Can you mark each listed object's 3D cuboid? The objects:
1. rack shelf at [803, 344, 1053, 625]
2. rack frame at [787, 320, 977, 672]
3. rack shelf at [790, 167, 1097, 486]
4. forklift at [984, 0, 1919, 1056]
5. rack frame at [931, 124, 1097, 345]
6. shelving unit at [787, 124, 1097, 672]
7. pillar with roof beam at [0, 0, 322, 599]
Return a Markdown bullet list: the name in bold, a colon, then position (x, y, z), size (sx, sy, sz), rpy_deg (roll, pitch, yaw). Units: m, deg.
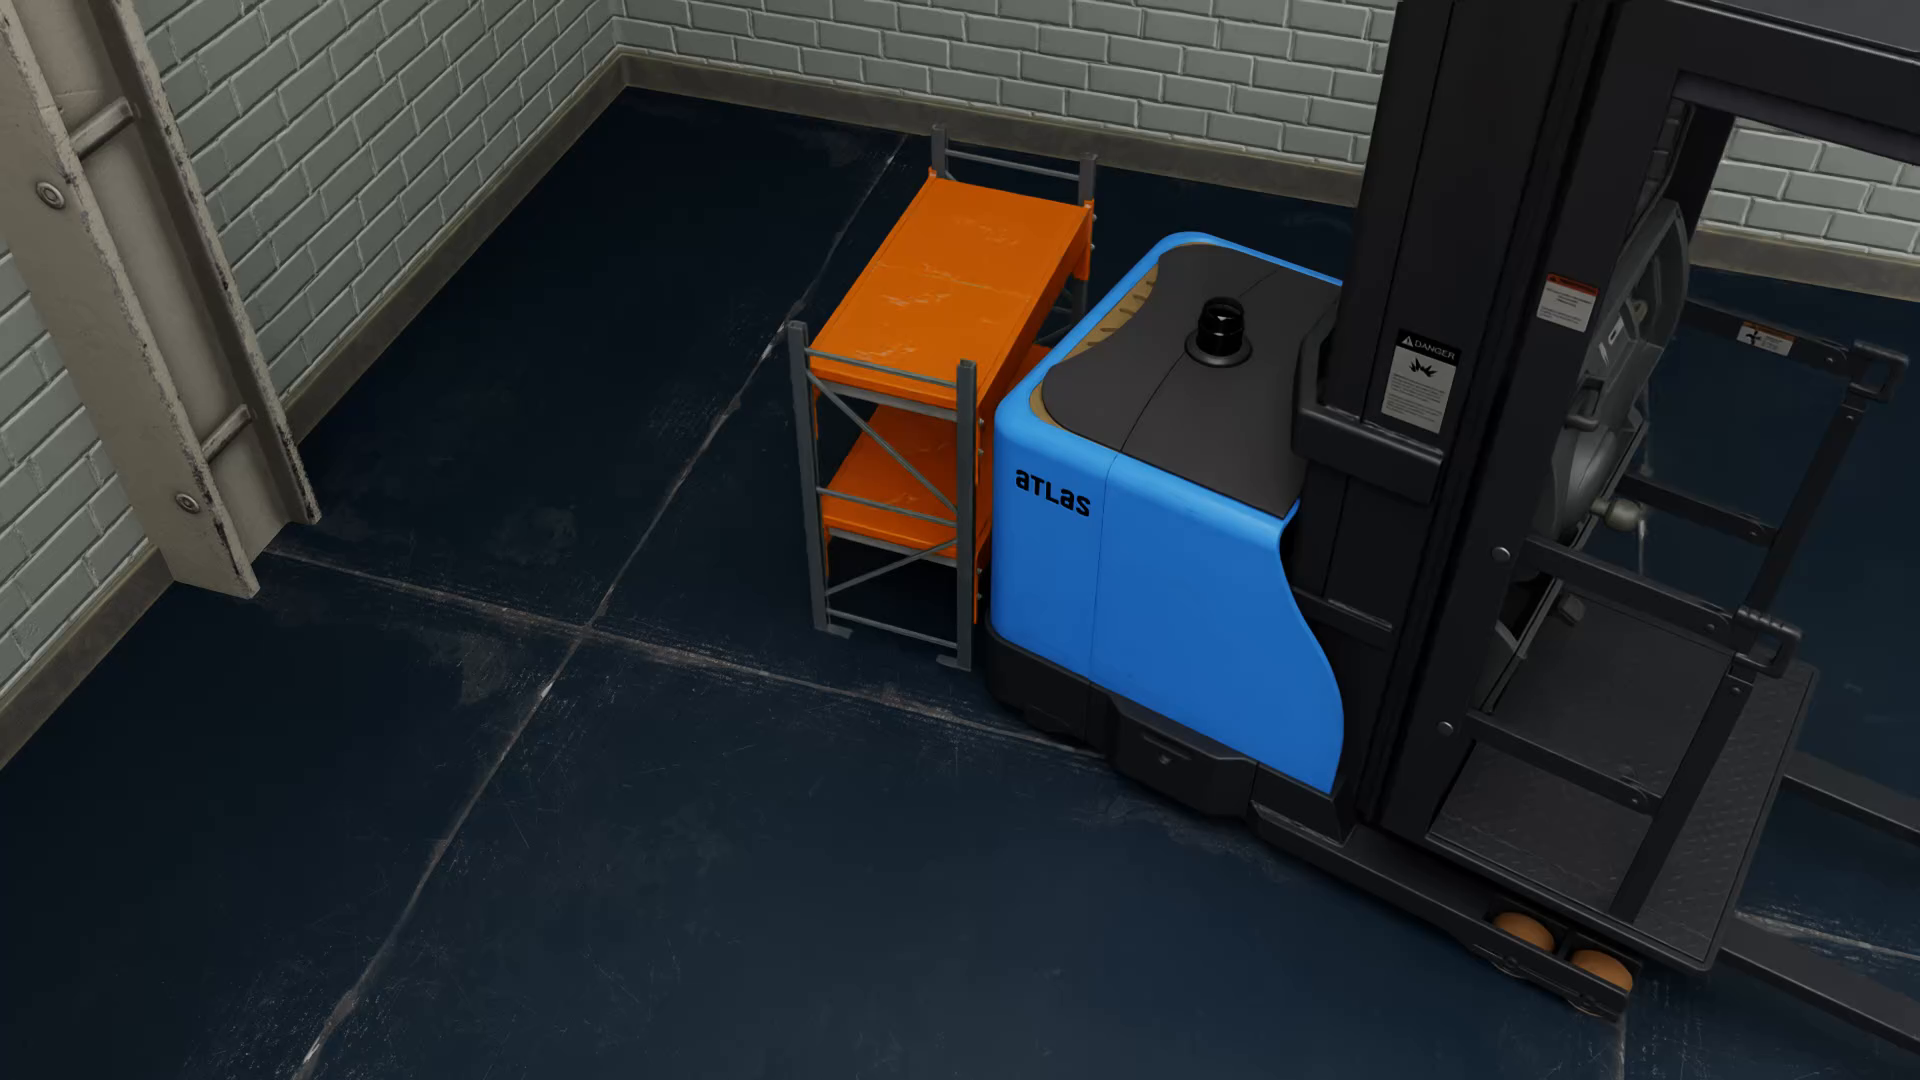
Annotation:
- **rack shelf**: position (-0.021, -0.245, 5.046), size (0.538, 0.278, 1.000), rpy_deg (14, 46, 14)
- **rack frame**: position (-0.197, -0.086, 4.534), size (0.500, 1.125, 0.032), rpy_deg (14, 46, 14)
- **rack shelf**: position (-0.021, -0.629, 4.670), size (0.538, 0.278, 1.000), rpy_deg (14, 46, 14)
- **forklift**: position (1.582, -0.315, 3.476), size (3.031, 2.935, 1.130), rpy_deg (24, 49, 23)
- **rack frame**: position (0.155, -0.753, 5.216), size (0.500, 1.125, 0.032), rpy_deg (14, 46, 14)
- **shelving unit**: position (-0.021, -0.420, 4.875), size (0.538, 1.125, 1.048), rpy_deg (14, 46, 14)
- **pillar with roof beam**: position (1.854, -2.288, 1.154), size (9.100, 9.000, 0.400), rpy_deg (13, 46, 13)
